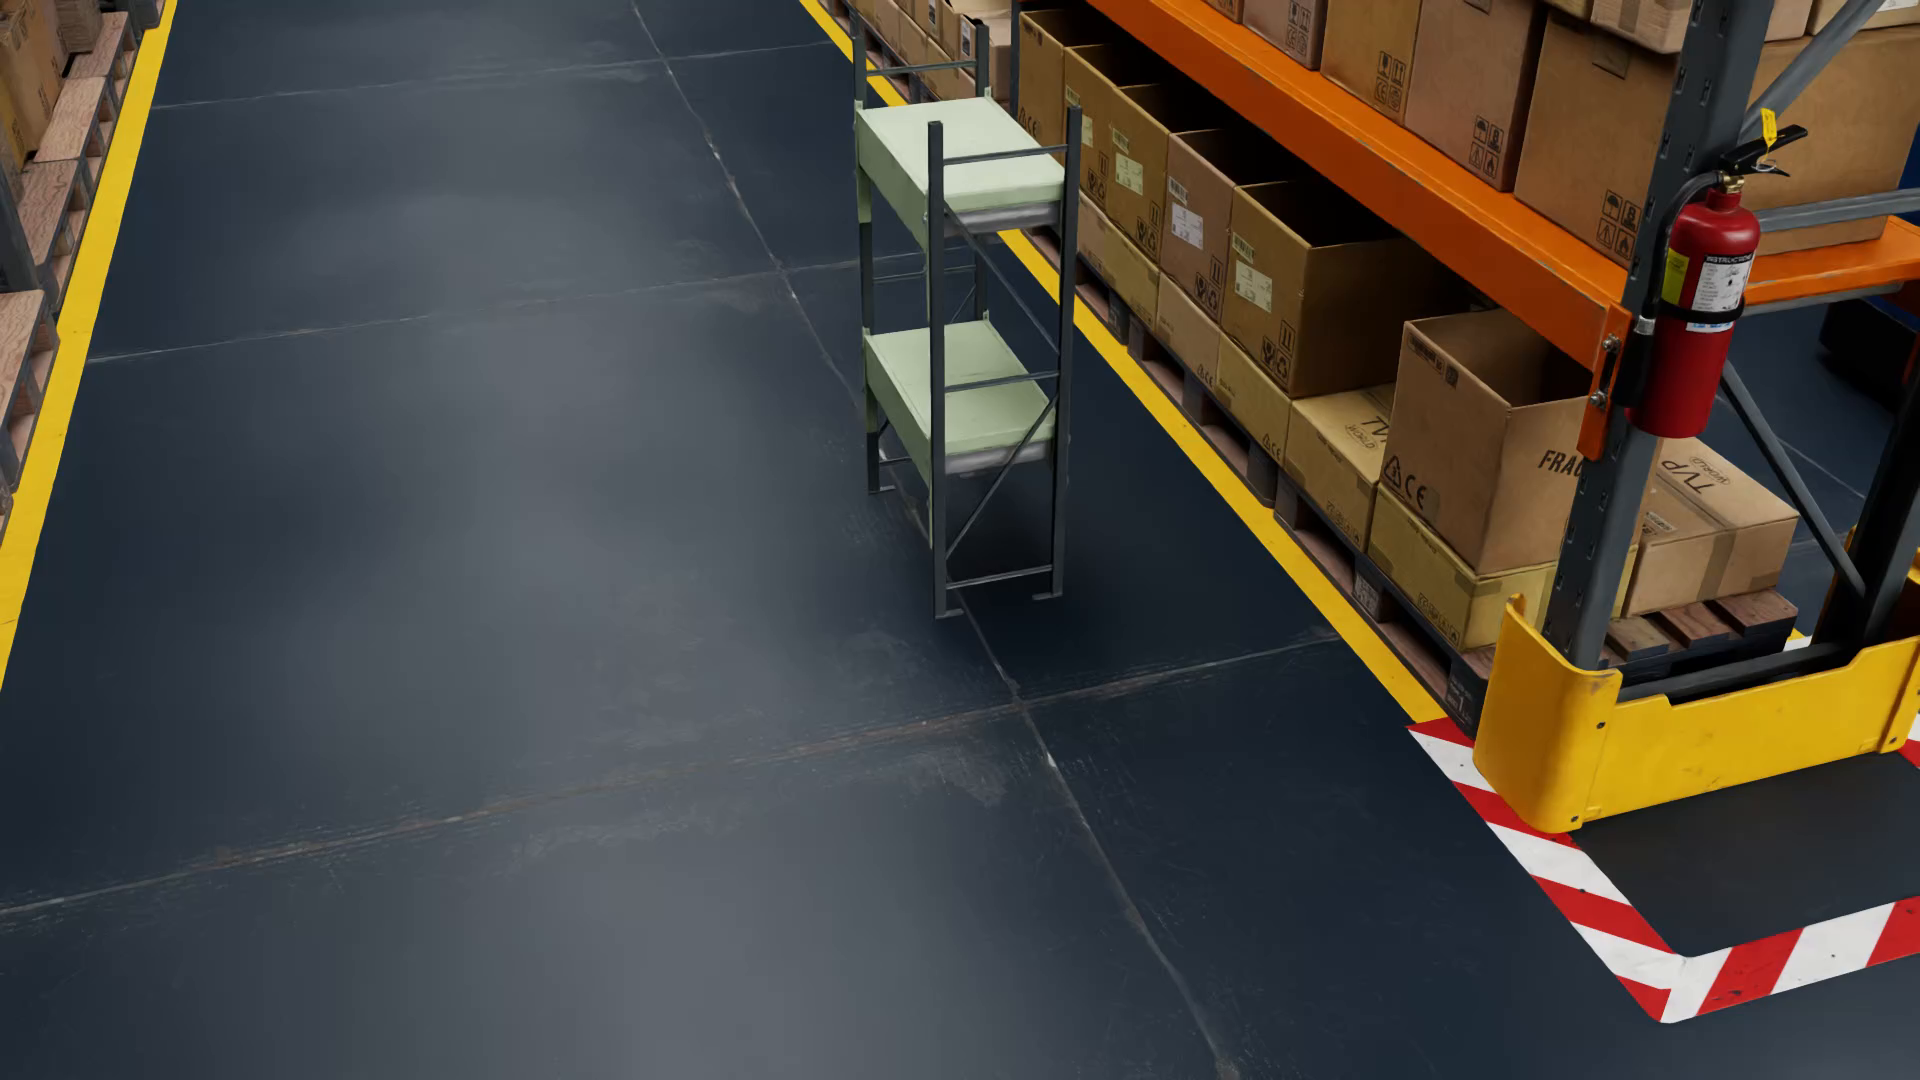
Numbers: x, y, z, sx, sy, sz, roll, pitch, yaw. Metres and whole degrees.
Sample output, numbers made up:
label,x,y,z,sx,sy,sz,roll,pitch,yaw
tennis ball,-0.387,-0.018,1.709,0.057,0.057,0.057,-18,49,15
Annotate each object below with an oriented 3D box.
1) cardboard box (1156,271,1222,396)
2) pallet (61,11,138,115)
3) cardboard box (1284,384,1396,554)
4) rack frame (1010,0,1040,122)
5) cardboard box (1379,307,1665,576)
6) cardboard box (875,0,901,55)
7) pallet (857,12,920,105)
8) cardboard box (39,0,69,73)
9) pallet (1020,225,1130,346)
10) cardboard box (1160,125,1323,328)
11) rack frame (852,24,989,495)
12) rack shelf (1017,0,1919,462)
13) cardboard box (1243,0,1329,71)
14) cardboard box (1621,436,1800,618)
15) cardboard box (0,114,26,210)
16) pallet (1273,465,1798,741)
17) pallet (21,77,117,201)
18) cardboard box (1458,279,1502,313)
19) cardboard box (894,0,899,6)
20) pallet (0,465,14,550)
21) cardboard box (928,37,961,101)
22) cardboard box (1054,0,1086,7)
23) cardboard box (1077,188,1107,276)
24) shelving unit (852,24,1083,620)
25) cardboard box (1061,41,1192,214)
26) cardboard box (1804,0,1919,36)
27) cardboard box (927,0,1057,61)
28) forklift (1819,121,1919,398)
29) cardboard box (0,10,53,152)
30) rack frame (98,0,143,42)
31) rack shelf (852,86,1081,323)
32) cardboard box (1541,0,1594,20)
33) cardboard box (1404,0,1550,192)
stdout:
label,x,y,z,sx,sy,sz,roll,pitch,yaw
cardboard box,1.017,-0.757,5.788,0.500,0.250,0.500,-10,35,-15
pallet,-4.989,-2.503,8.847,1.003,0.211,1.213,-10,35,-15
cardboard box,1.322,-0.232,4.994,0.500,0.250,0.500,-10,35,-15
rack frame,0.711,-2.812,6.785,1.000,3.000,0.127,-10,35,-15
cardboard box,1.484,-0.284,4.392,0.500,0.500,0.500,-10,35,-15
cardboard box,-0.155,-2.811,8.896,0.500,0.250,0.500,-9,35,-14
pallet,0.073,-2.670,9.100,1.003,0.211,1.213,-10,35,-15
cardboard box,-4.910,-2.558,8.269,0.700,0.500,0.500,-10,35,-15
pallet,0.914,-1.224,6.911,1.003,0.211,1.213,-10,35,-15
cardboard box,1.014,-1.069,5.581,0.500,0.500,0.500,-10,35,-15
rack frame,-0.110,-0.814,5.122,0.400,1.500,0.023,-10,35,-15
rack shelf,1.321,-1.462,5.394,1.077,0.370,4.000,-10,35,-15
cardboard box,1.326,-1.813,5.182,0.700,0.500,0.500,-9,35,-13
cardboard box,1.979,-0.059,4.731,0.500,0.250,0.500,-10,35,-15
cardboard box,-4.246,-1.501,6.669,0.700,0.500,0.500,-9,34,-13
pallet,1.658,0.057,4.972,1.003,0.211,1.213,-10,35,-15
pallet,-4.620,-1.864,7.879,1.003,0.211,1.213,-10,35,-15
cardboard box,1.825,-0.634,4.921,0.500,0.500,0.500,-10,35,-15
cardboard box,-0.150,-3.037,8.730,0.500,0.311,0.500,-10,35,-15
pallet,-3.391,0.175,4.794,1.003,0.211,1.213,-10,35,-15
cardboard box,0.156,-2.275,8.085,0.500,0.250,0.500,-11,35,-15
cardboard box,0.674,-2.596,8.063,0.500,0.311,0.500,-10,35,-15
cardboard box,0.711,-1.282,6.583,0.500,0.250,0.500,-10,35,-15
shelving unit,0.002,-0.622,4.831,0.431,1.500,0.755,-10,35,-15
cardboard box,0.714,-1.595,6.377,0.500,0.500,0.500,-10,35,-15
cardboard box,2.016,-1.266,3.767,0.380,0.149,0.250,-10,35,-15
cardboard box,0.150,-2.510,7.933,0.500,0.311,0.500,-9,35,-13
forklift,4.800,-1.855,5.398,3.031,2.935,1.130,-8,34,-11
cardboard box,-4.568,-2.039,7.483,0.700,0.500,0.500,-10,35,-14
rack frame,-5.226,-4.077,8.699,1.000,3.000,0.127,-10,35,-15
rack shelf,0.002,-0.948,4.616,0.431,0.370,0.720,-10,35,-15
cardboard box,1.552,-1.330,3.863,0.380,0.149,0.250,-9,35,-14
cardboard box,1.636,-1.276,4.369,0.700,0.500,0.500,-9,35,-13
